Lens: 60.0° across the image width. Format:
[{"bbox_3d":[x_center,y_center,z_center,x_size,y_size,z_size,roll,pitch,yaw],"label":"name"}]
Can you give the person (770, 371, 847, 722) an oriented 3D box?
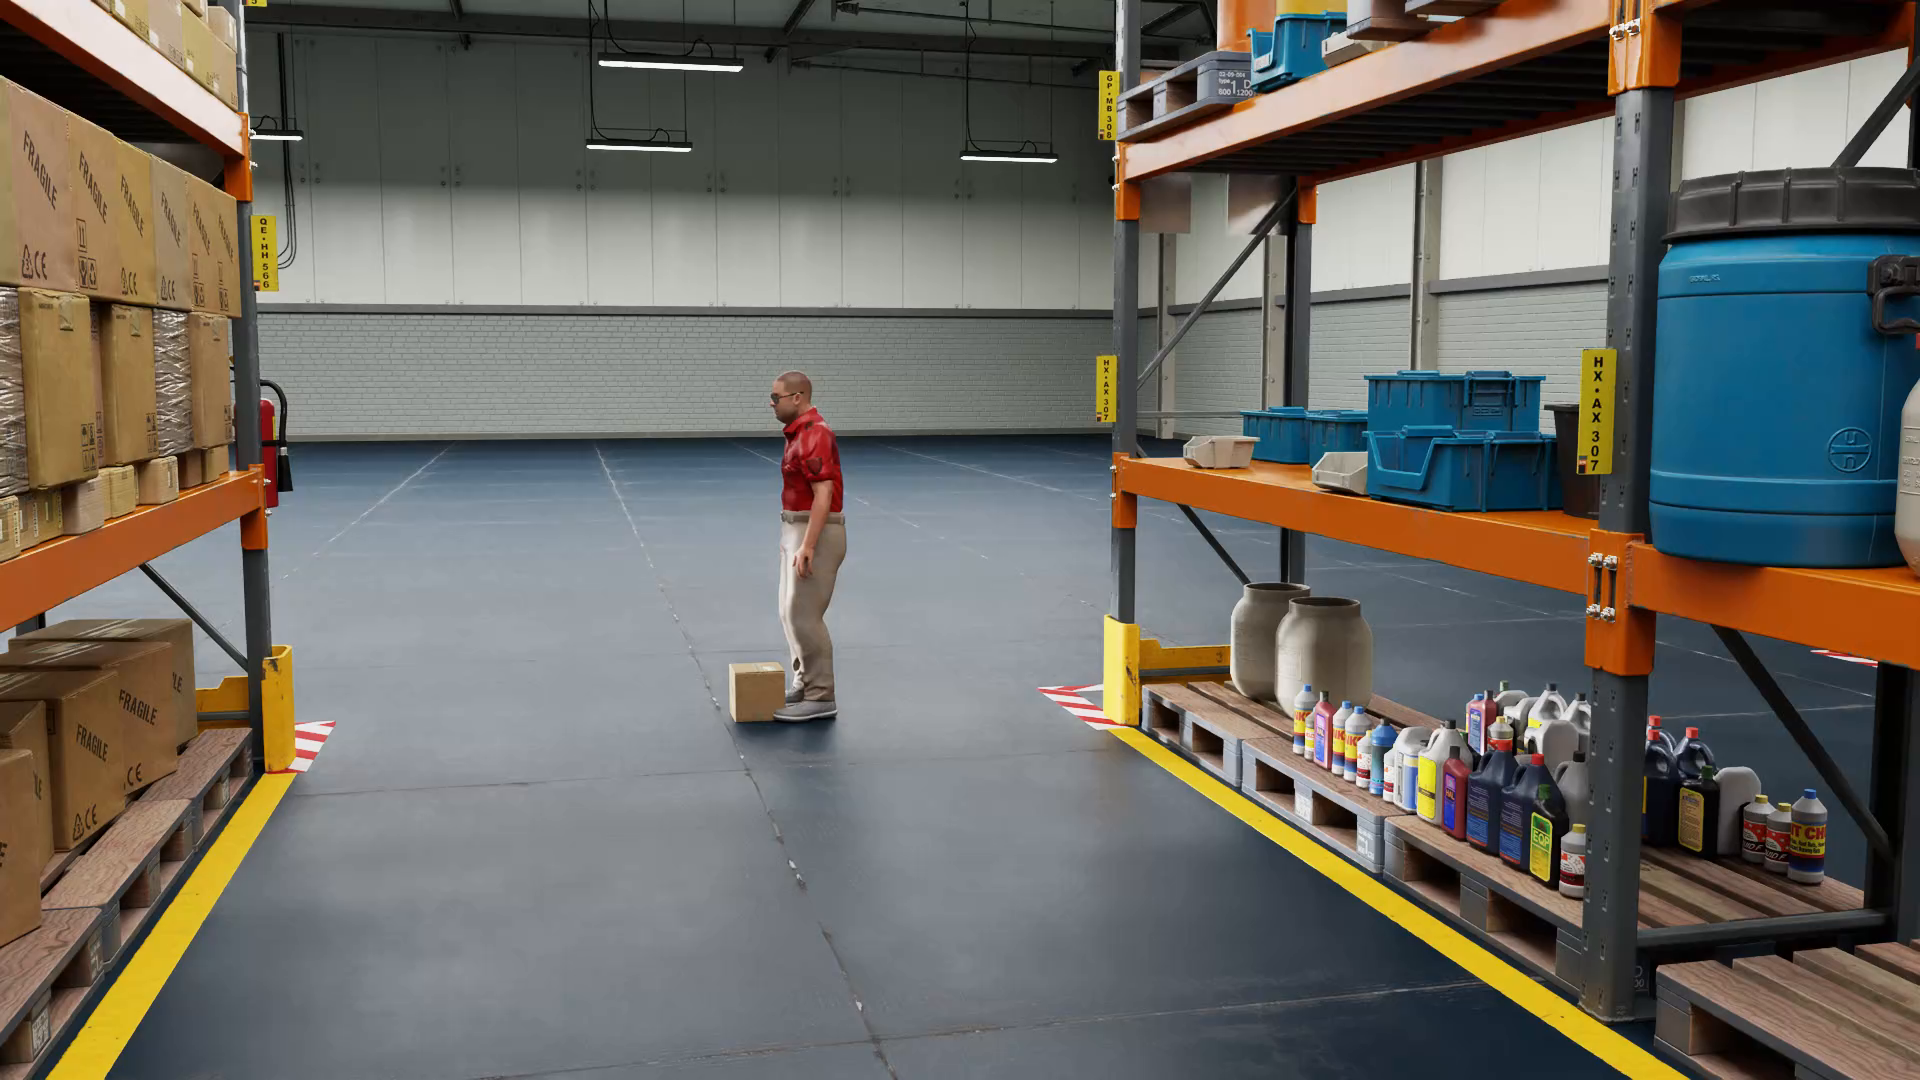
[{"bbox_3d":[-0.776,0.018,8.337,0.394,1.727,0.587,-1,6,-13],"label":"person"}]
